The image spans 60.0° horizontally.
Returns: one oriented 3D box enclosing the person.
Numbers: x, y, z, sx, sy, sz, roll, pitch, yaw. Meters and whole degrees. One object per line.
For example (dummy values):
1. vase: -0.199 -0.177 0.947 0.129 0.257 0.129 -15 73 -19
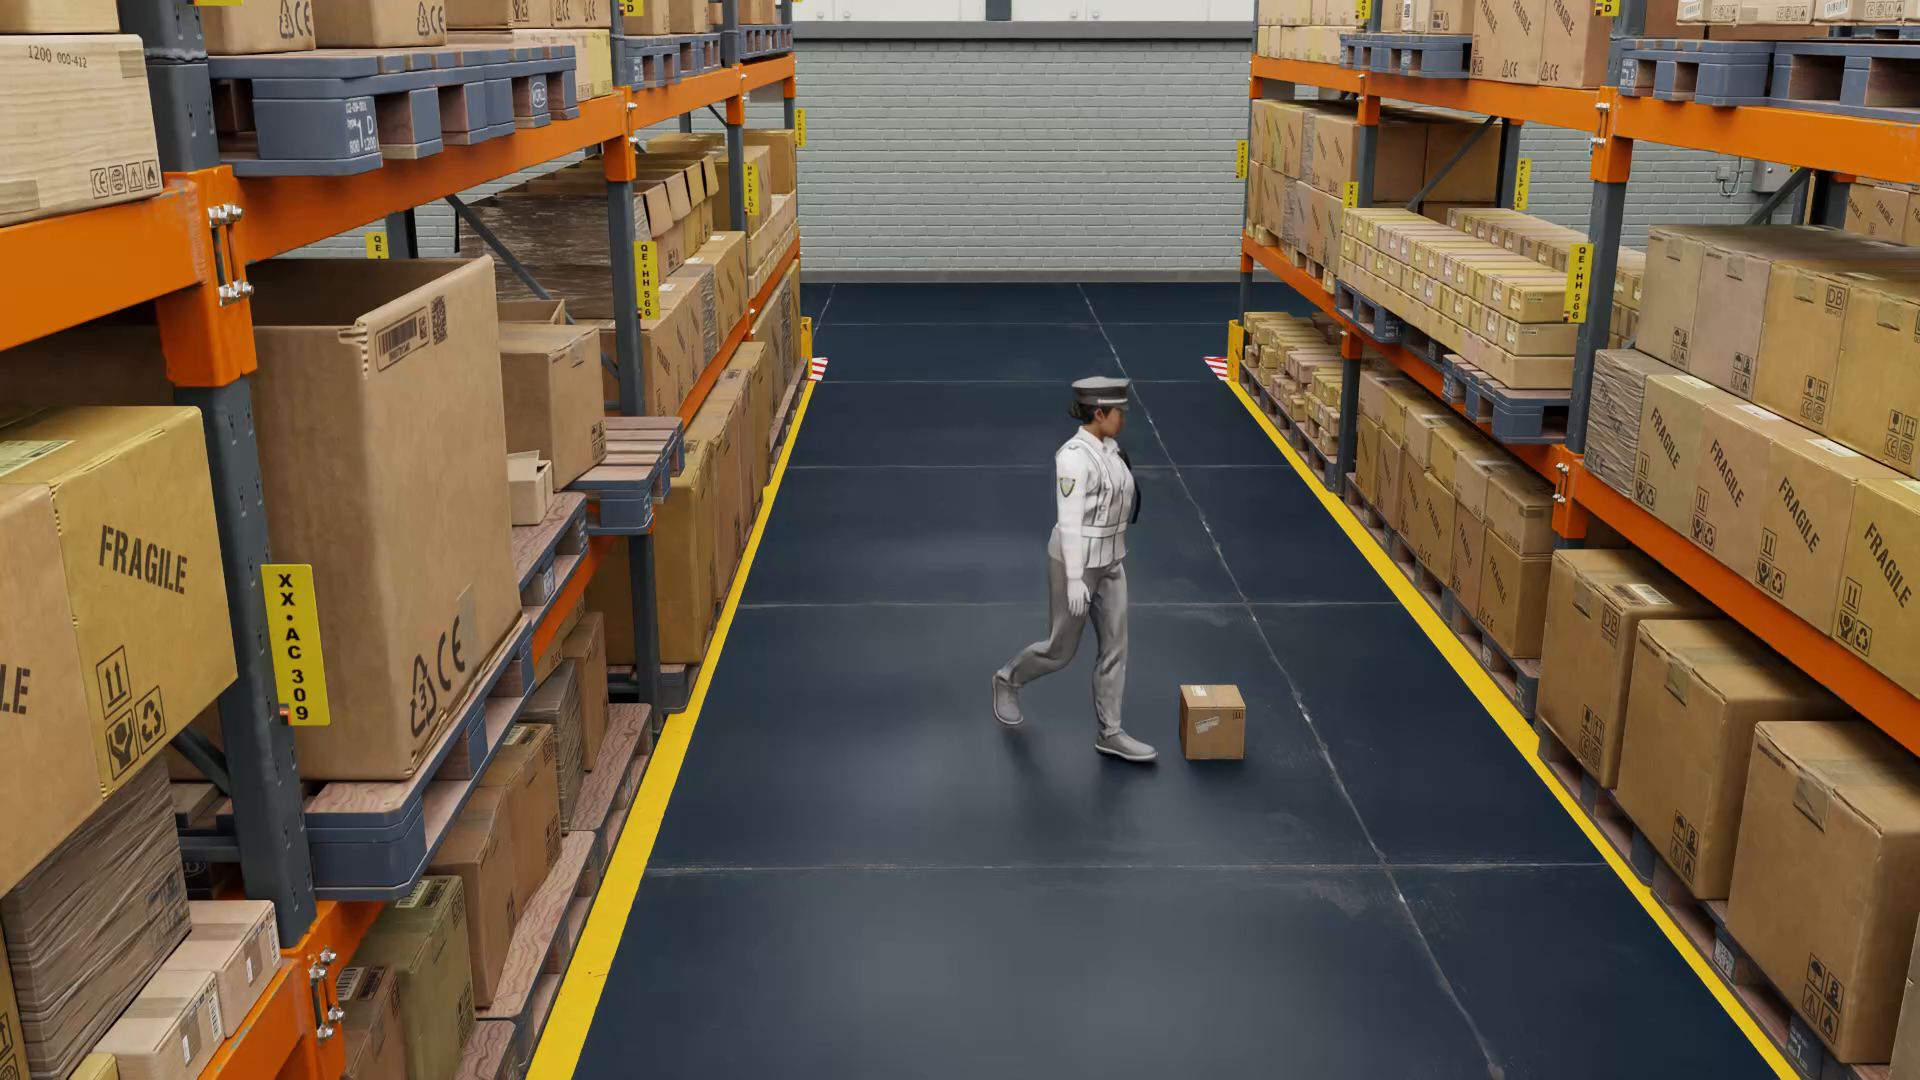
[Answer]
1. person: 0.504 0.109 7.174 0.824 1.643 0.542 12 21 33
